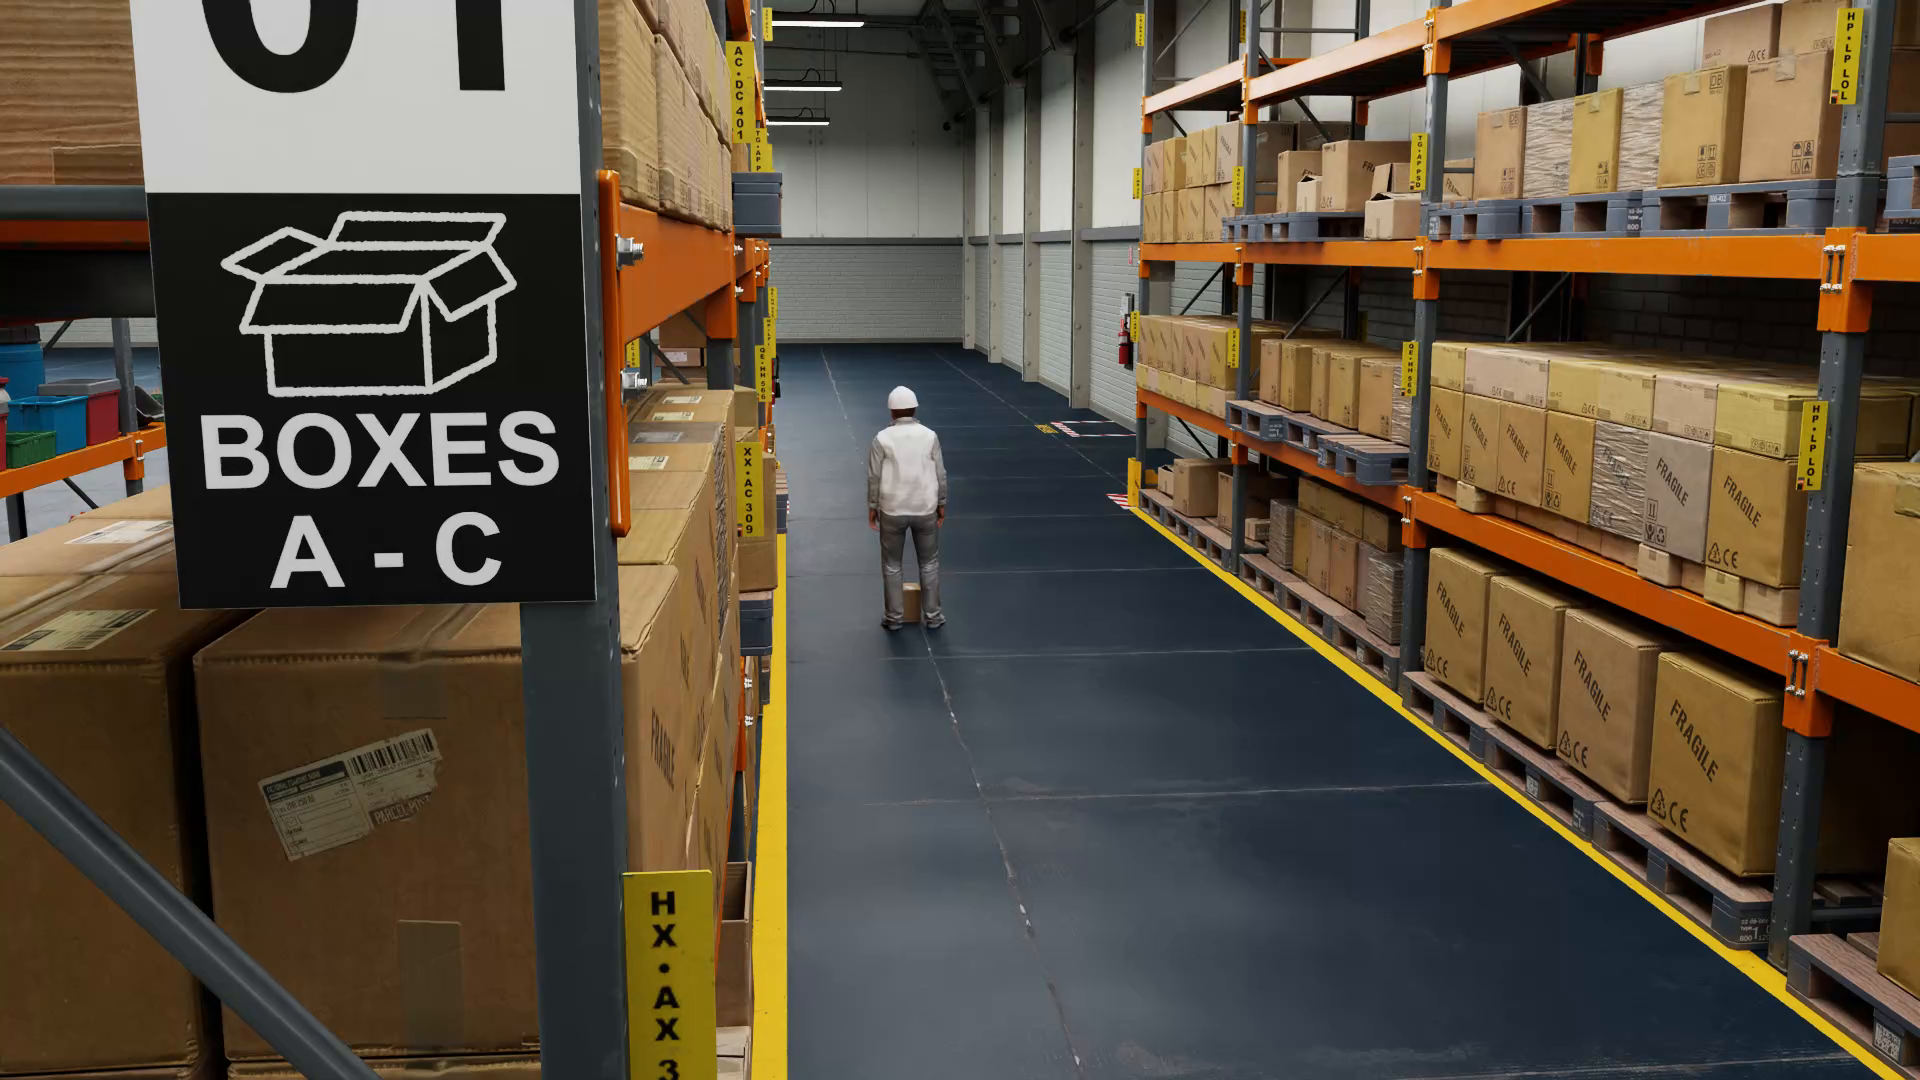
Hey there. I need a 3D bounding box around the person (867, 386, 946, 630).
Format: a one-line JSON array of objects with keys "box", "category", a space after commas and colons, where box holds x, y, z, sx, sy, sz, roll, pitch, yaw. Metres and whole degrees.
[{"box": [-0.381, -0.232, 12.148, 0.586, 1.772, 0.460, -2, 10, -9], "category": "person"}]
